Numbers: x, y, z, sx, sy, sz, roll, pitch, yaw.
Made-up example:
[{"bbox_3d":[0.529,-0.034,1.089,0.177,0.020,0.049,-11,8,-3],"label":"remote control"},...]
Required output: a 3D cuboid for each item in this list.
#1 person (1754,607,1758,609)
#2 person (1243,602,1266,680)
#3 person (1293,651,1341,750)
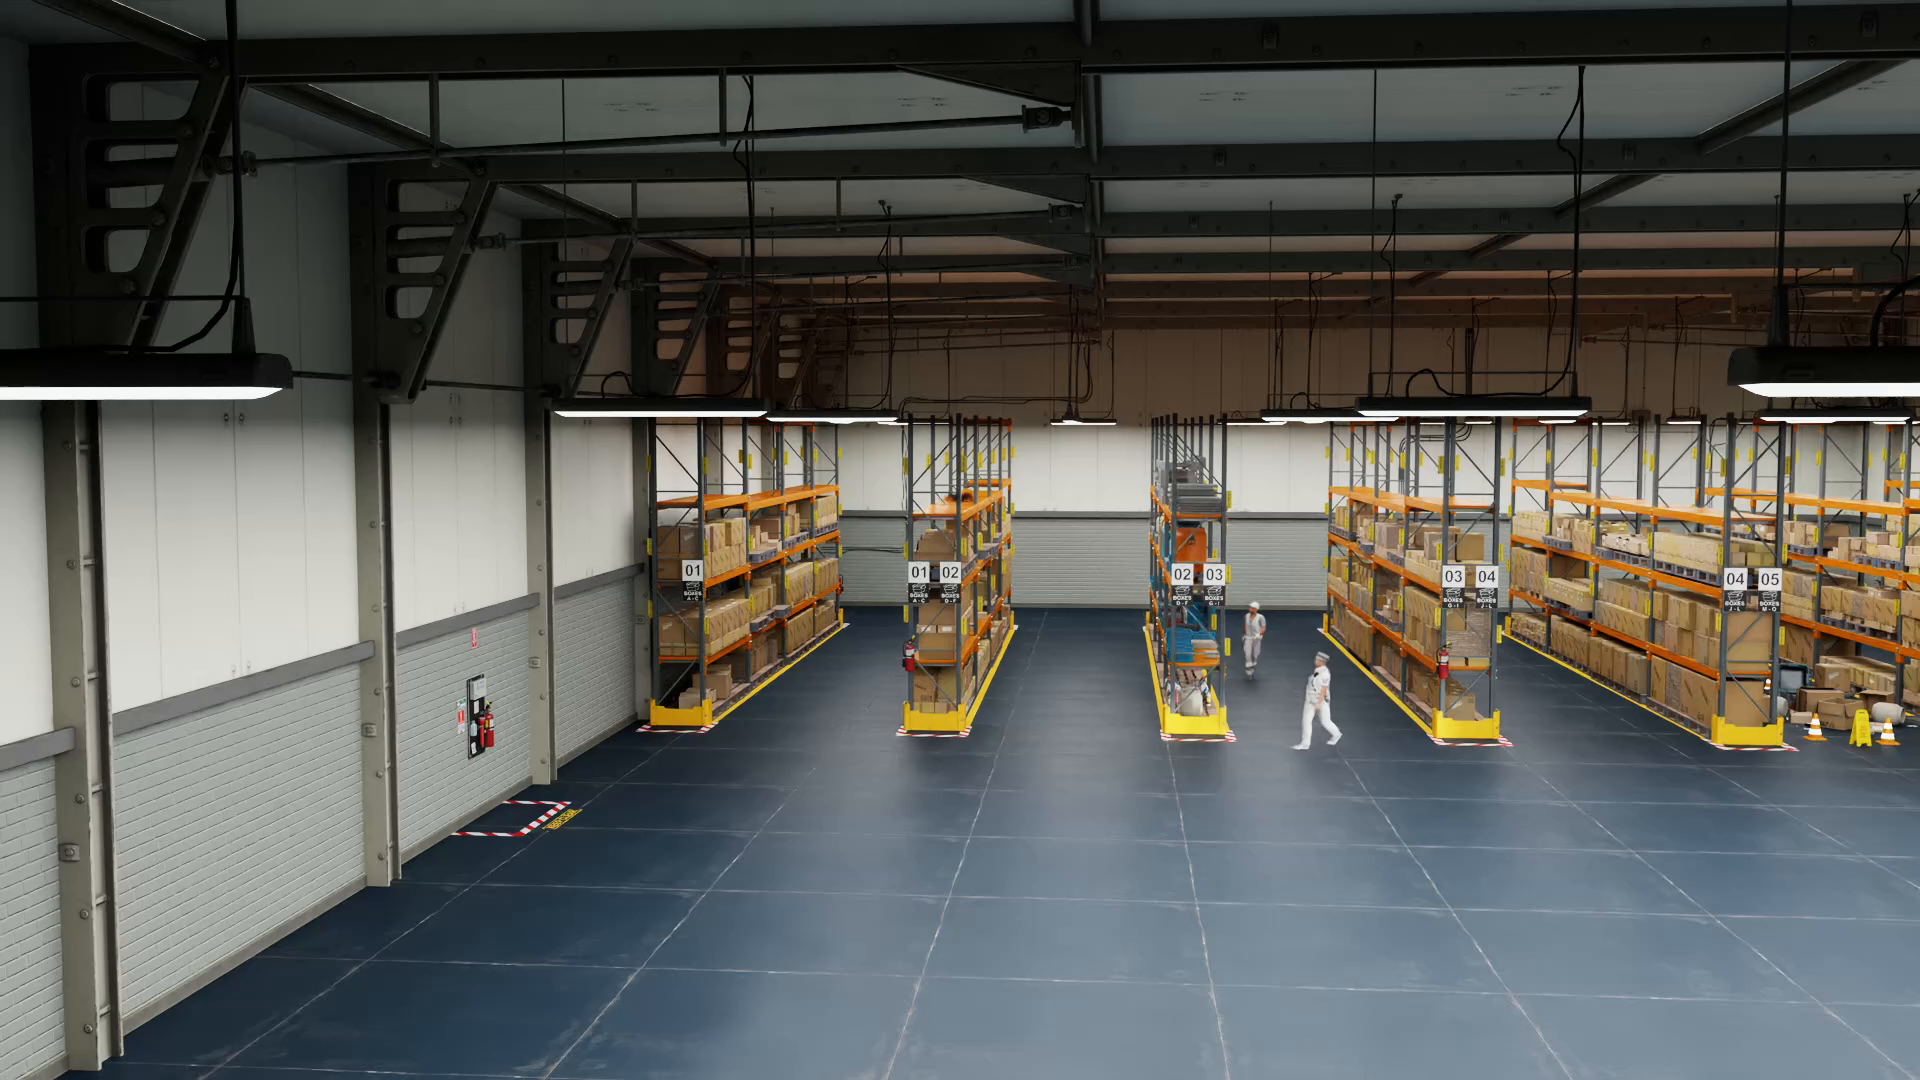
[{"bbox_3d":[17.920,2.356,37.812,0.446,1.724,0.536,3,5,35],"label":"person"},{"bbox_3d":[6.747,2.320,38.136,0.500,1.812,0.884,0,4,7],"label":"person"},{"bbox_3d":[6.405,2.854,29.644,0.972,1.741,0.503,-4,5,-43],"label":"person"}]
